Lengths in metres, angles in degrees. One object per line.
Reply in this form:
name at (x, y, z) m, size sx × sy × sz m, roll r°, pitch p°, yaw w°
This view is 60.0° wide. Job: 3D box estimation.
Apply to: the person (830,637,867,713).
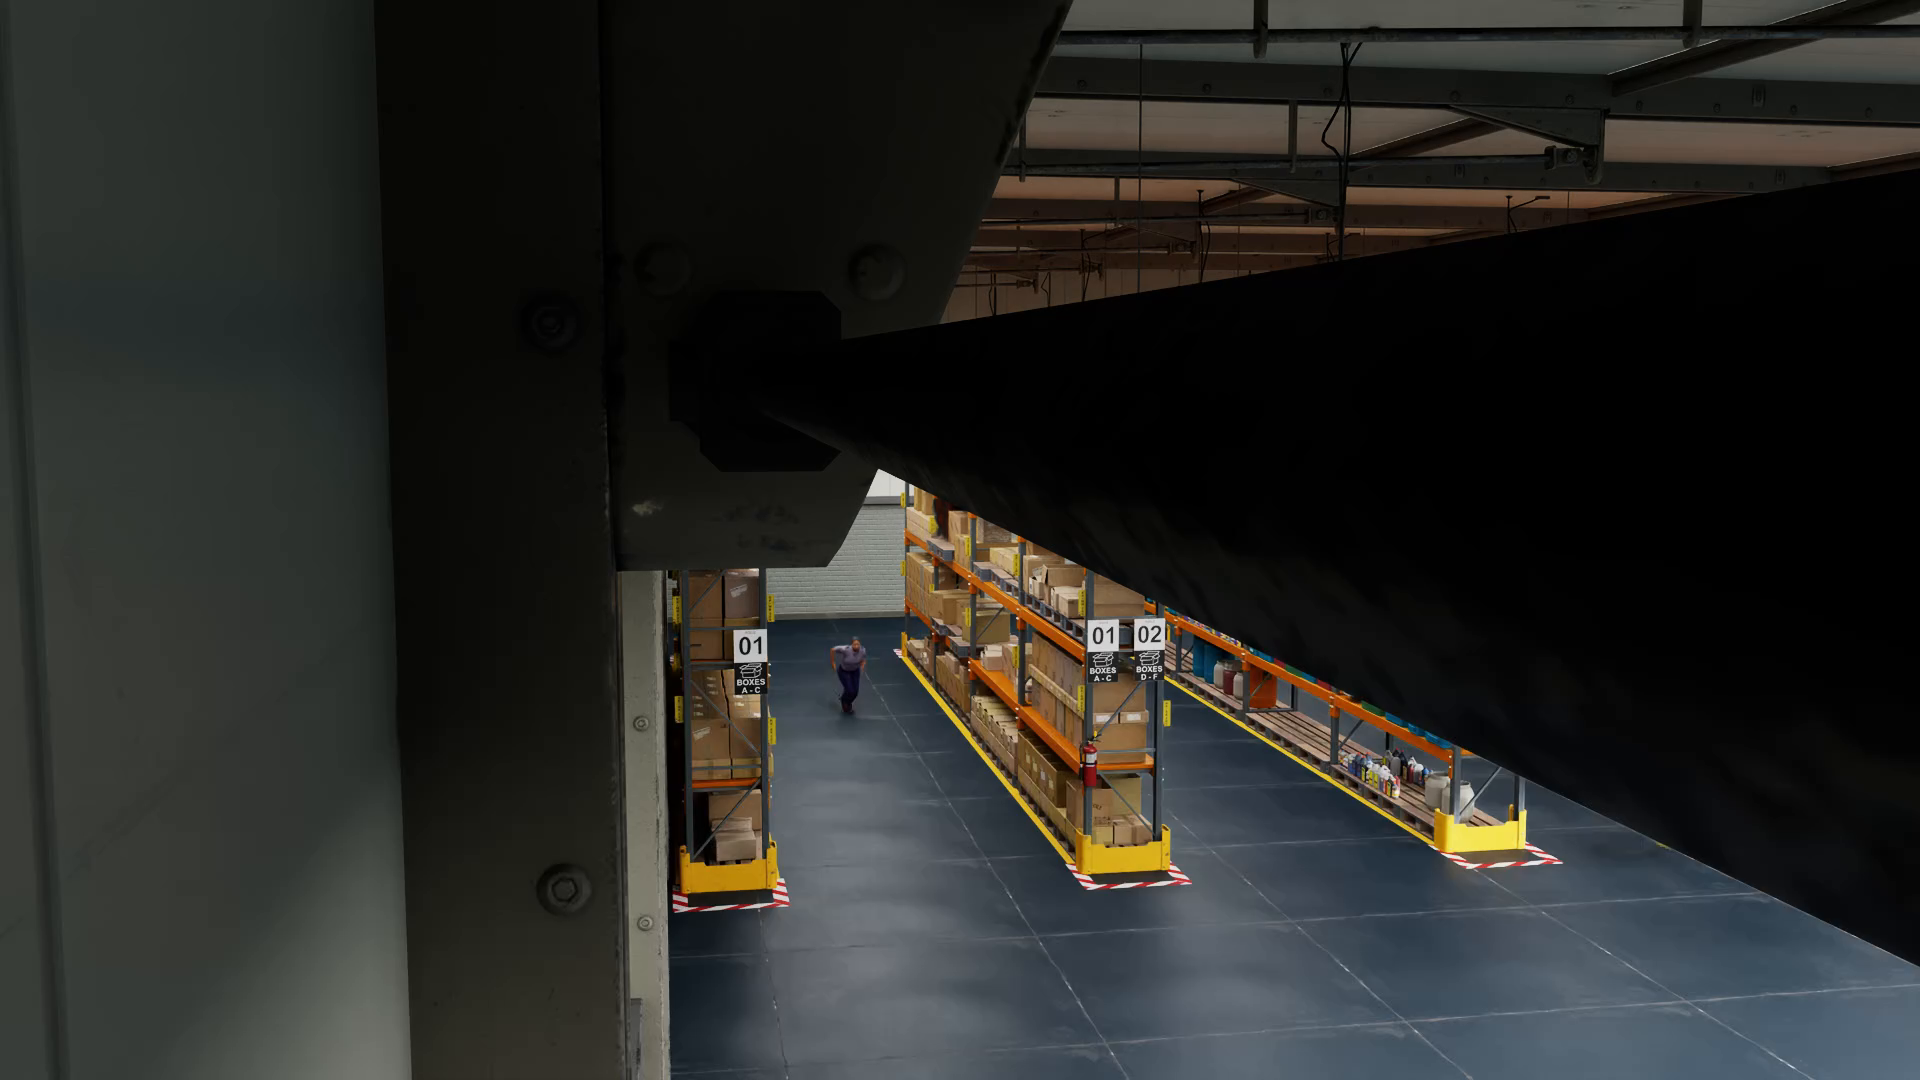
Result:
person at (-2.029, 2.477, 30.243) m, size 0.636 × 1.452 × 0.862 m, roll -3°, pitch 7°, yaw -26°
